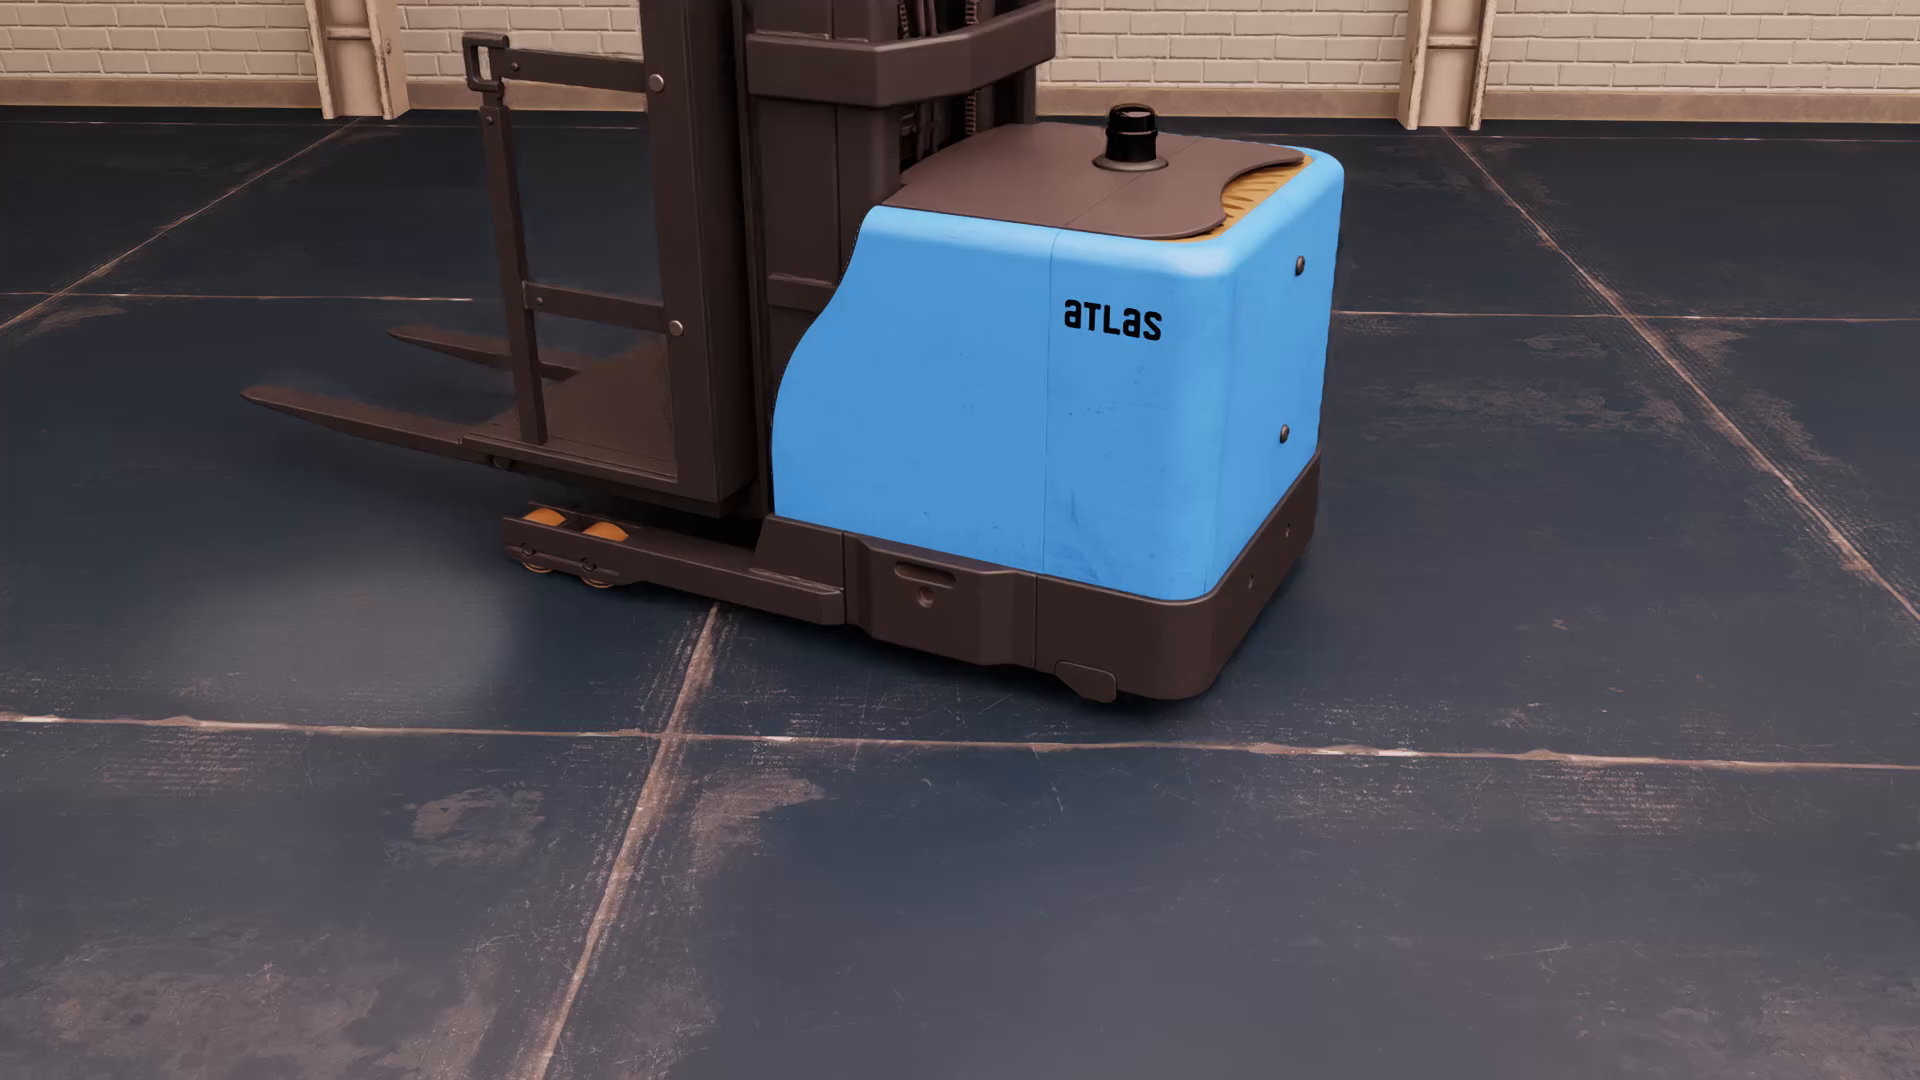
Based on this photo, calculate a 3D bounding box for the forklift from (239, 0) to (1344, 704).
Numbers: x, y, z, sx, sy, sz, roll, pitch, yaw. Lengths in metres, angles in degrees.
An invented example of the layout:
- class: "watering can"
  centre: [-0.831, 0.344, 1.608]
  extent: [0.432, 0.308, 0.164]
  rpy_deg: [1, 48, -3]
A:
- class: "forklift"
  centre: [-0.621, -1.385, 4.017]
  extent: [3.031, 2.935, 1.130]
  rpy_deg: [12, 29, 23]
